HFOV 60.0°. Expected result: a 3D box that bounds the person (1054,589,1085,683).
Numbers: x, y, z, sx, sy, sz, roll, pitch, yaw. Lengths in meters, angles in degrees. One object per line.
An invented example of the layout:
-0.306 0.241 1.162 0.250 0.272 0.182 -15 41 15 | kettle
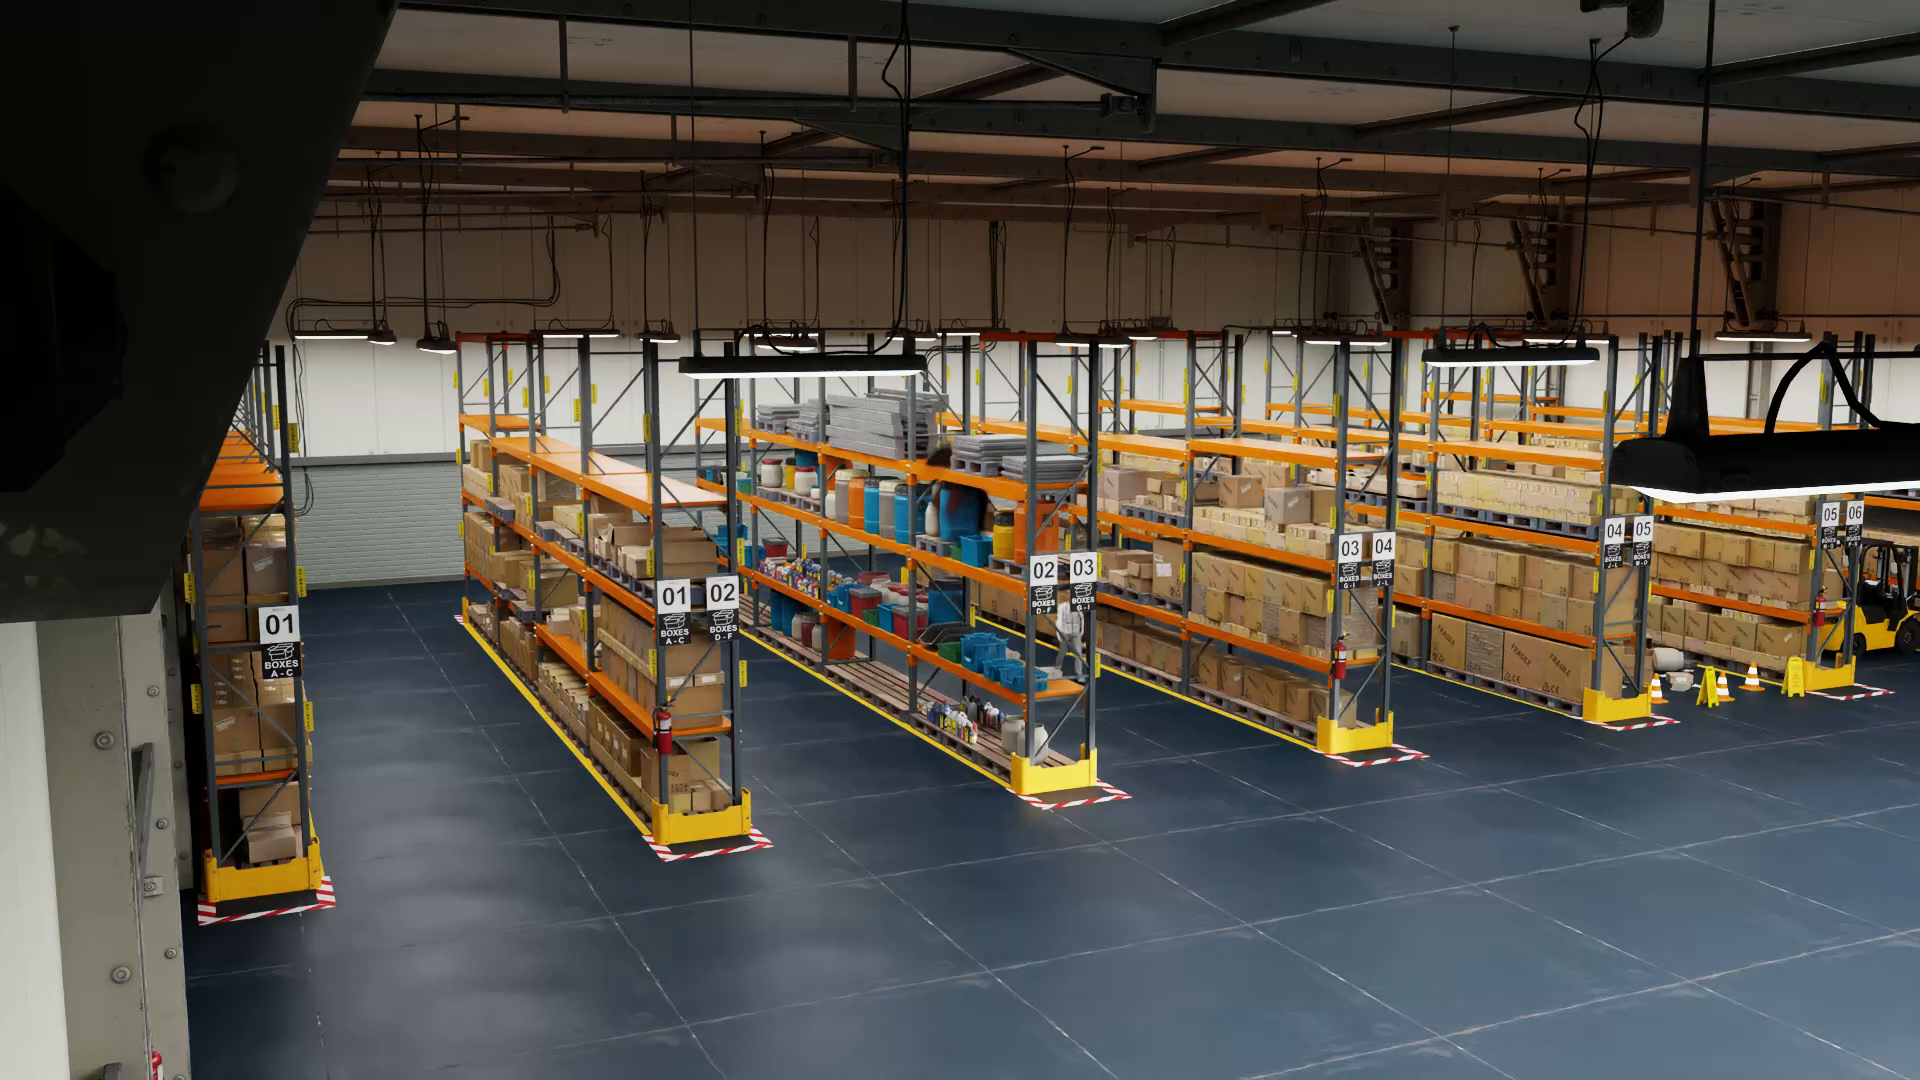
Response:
1.927 1.615 28.942 0.581 1.647 0.937 -3 8 -22 | person
